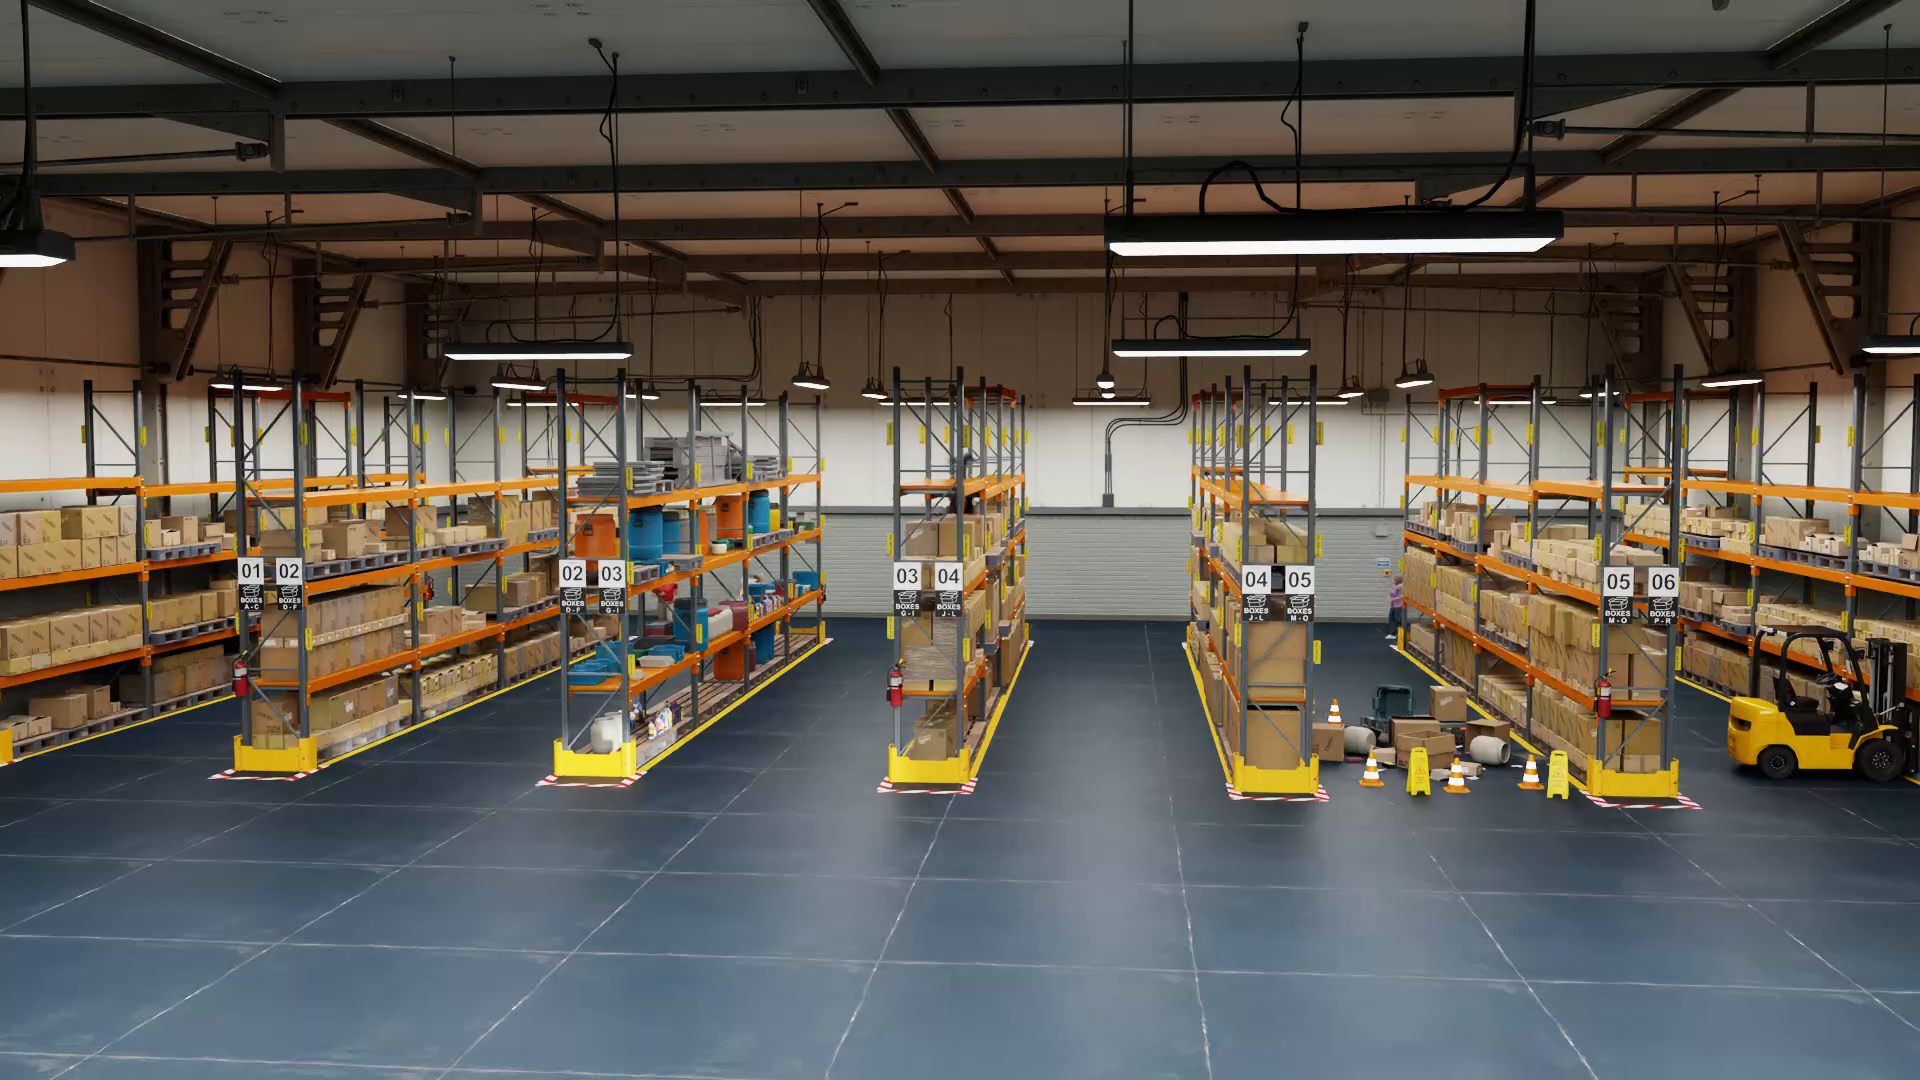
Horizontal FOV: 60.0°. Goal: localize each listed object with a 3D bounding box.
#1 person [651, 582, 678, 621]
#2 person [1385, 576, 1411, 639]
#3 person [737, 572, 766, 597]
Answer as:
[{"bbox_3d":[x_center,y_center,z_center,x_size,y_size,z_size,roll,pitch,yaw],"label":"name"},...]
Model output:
[{"bbox_3d":[-7.132,1.612,40.224,0.662,1.735,0.966,-1,4,-12],"label":"person"},{"bbox_3d":[10.845,1.667,41.102,0.725,1.553,0.540,-1,4,-9],"label":"person"},{"bbox_3d":[-5.496,1.563,43.180,1.055,1.495,0.630,2,4,31],"label":"person"}]
